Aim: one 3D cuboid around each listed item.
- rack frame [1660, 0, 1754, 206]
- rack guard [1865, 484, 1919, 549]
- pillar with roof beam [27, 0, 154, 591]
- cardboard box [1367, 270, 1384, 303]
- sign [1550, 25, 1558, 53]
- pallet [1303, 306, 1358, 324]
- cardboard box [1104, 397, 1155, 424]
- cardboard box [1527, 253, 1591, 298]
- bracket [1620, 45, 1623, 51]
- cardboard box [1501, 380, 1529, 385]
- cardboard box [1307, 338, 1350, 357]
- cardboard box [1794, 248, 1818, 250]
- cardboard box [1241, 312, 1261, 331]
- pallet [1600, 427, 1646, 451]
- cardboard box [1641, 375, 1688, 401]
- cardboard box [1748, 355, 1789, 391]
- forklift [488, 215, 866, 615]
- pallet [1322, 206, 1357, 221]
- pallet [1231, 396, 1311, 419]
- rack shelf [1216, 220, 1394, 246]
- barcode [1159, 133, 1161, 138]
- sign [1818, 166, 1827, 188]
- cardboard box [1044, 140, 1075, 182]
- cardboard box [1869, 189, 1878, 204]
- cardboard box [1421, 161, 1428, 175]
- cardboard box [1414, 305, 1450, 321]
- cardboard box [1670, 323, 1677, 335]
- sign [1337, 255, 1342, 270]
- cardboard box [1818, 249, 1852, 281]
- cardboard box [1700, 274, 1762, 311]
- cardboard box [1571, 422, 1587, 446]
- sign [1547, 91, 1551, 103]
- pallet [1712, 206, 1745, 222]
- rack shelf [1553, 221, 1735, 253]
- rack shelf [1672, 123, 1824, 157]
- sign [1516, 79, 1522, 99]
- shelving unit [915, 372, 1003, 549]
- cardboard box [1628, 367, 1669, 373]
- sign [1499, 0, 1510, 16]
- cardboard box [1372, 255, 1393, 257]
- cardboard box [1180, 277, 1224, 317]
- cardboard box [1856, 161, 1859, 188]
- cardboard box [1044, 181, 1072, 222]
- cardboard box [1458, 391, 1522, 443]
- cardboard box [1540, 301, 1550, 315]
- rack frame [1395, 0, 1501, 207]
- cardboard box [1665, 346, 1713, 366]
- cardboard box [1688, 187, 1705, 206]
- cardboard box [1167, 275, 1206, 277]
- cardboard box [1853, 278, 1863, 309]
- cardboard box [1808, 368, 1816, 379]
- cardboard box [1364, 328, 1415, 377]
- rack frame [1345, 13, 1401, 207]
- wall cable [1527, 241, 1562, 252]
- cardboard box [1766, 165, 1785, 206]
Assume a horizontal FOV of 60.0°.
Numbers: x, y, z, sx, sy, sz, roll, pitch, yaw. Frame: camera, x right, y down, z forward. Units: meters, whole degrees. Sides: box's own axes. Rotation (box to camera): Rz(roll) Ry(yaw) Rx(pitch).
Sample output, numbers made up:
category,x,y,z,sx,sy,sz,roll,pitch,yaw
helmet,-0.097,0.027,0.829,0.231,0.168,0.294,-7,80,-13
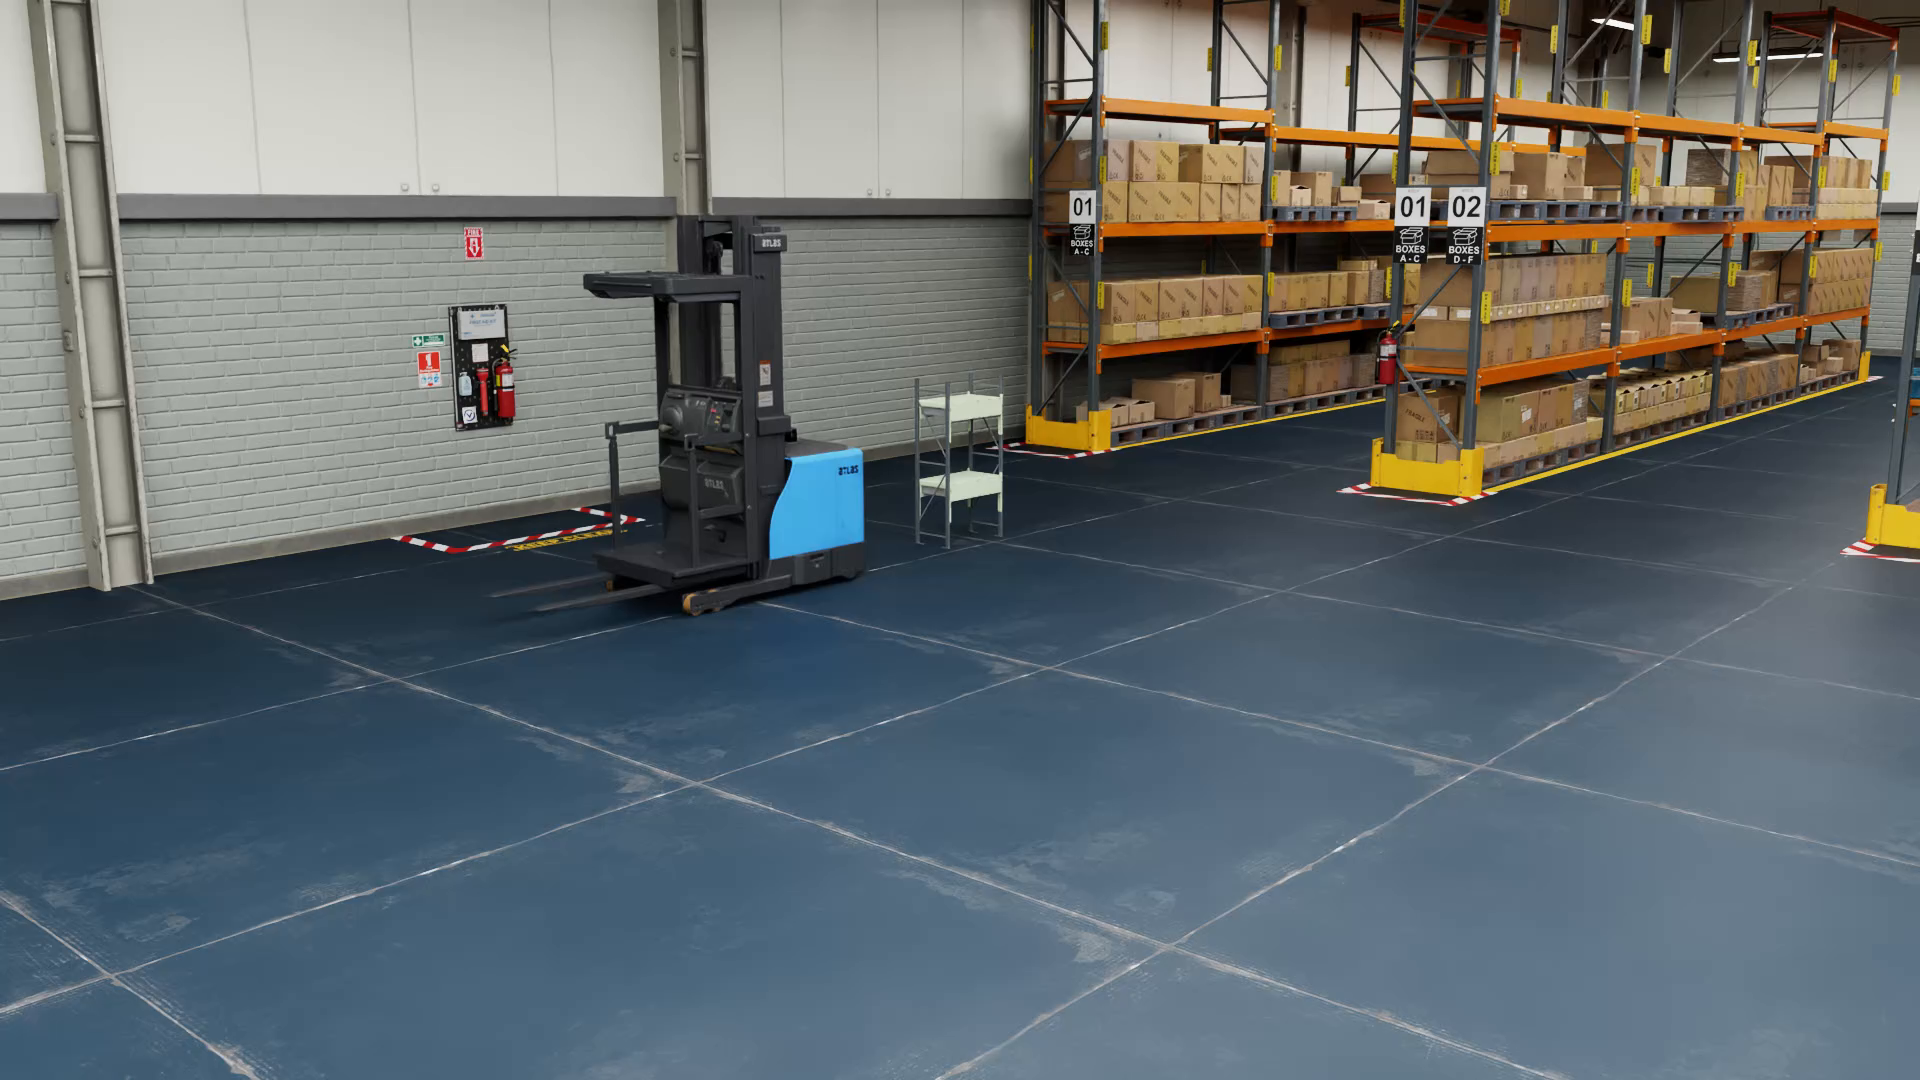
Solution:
category,x,y,z,sx,sy,sz,roll,pitch,yaw
rack frame,10.329,-6.142,23.026,1.000,3.000,0.127,10,15,40
rack guard,8.781,-0.174,14.843,1.175,0.500,0.348,10,15,40
pillar with roof beam,-3.551,-3.498,9.786,9.100,9.000,0.400,10,15,40
cardboard box,6.302,-4.034,26.412,0.700,0.500,0.500,8,14,34
sign,7.273,-6.119,20.323,0.100,0.325,0.005,10,15,40
pallet,5.329,-3.449,25.351,1.003,0.211,1.213,10,15,40
cardboard box,2.225,-1.734,22.016,0.500,0.311,0.500,-11,15,-43
cardboard box,7.067,-3.156,19.826,0.700,0.500,0.500,10,15,40
bracket,13.559,-10.248,34.395,0.235,0.232,0.430,10,15,40
cardboard box,6.487,-1.662,19.946,0.500,0.500,0.500,10,15,40
cardboard box,5.746,-3.009,26.002,0.500,0.250,0.500,10,15,41
cardboard box,14.445,-4.734,28.487,0.500,0.500,0.500,10,15,41
cardboard box,3.880,-3.079,23.338,0.500,0.250,0.500,10,15,40
pallet,8.145,-1.358,21.508,1.003,0.211,1.213,10,15,40
cardboard box,9.494,-2.073,22.484,0.500,0.311,0.500,10,15,40
cardboard box,12.526,-2.597,25.854,0.500,0.500,0.500,10,15,41
forklift,-2.151,-0.985,12.699,1.130,2.935,3.031,11,15,42
pallet,5.135,-4.860,24.747,1.213,0.211,1.003,10,15,40
pallet,4.478,-1.999,24.718,1.003,0.211,1.213,10,15,40
rack shelf,5.285,-4.664,25.121,1.077,0.370,4.000,10,15,40
barcode,2.724,-5.505,22.645,0.001,0.075,0.075,10,15,40
sign,13.388,-5.635,25.820,0.100,0.325,0.005,10,15,40
cardboard box,1.413,-4.780,21.008,0.500,0.500,0.500,11,15,43
cardboard box,15.462,-5.911,28.635,0.500,0.250,0.500,10,15,40
cardboard box,8.213,-6.336,28.364,0.500,0.250,0.500,9,15,39
cardboard box,5.157,-2.471,18.052,0.380,0.149,0.250,9,15,39
cardboard box,9.529,-2.882,22.662,0.250,0.149,0.380,-11,16,-43
sign,6.186,-4.479,27.061,0.100,0.325,0.005,10,15,40
cardboard box,14.512,-4.589,27.757,0.500,0.500,0.500,10,15,42
cardboard box,11.407,-3.672,24.649,0.500,0.500,0.700,-9,14,-37
cardboard box,7.209,-1.300,20.050,0.500,0.250,0.500,10,15,40
sign,11.473,-8.567,32.380,0.100,0.325,0.005,10,15,40
pallet,9.948,-4.467,22.780,1.213,0.211,1.003,11,16,43
rack shelf,9.008,-4.024,21.917,1.077,0.370,4.000,10,15,40
rack shelf,11.649,-5.887,24.609,1.077,0.370,4.000,10,15,40
sign,9.661,-7.799,28.735,0.100,0.325,0.005,10,15,40
shelving unit,-0.004,-0.734,15.098,0.431,1.500,0.755,10,15,40
cardboard box,9.762,-2.294,23.591,0.500,0.311,0.500,10,15,42
sign,5.461,-5.428,16.662,0.100,0.325,0.005,10,15,40
cardboard box,7.054,-4.588,27.584,0.500,0.250,0.500,9,14,39
cardboard box,3.219,-3.299,22.526,0.500,0.500,0.500,9,15,39
cardboard box,14.889,-6.247,28.402,0.700,0.500,0.500,10,15,40
cardboard box,1.410,-4.287,21.090,0.500,0.500,0.500,-11,16,-43
cardboard box,5.898,-1.372,18.496,0.500,0.500,0.500,10,15,40
cardboard box,6.484,-2.646,18.929,0.380,0.149,0.250,10,15,41
rack frame,5.048,-4.965,17.133,1.000,3.000,0.127,10,15,40
cardboard box,10.804,-2.735,24.627,0.500,0.250,0.500,11,15,42
cardboard box,9.739,-4.650,22.525,0.500,0.250,0.500,10,15,42
cardboard box,3.153,-3.438,23.221,0.500,0.500,0.500,10,15,40
cardboard box,15.179,-4.248,28.606,0.500,0.500,0.500,10,15,41
cardboard box,13.972,-2.777,27.607,0.380,0.166,0.250,10,15,40
cardboard box,7.189,-3.083,27.444,0.750,0.750,0.750,10,15,40
rack frame,6.605,-6.782,26.230,1.000,3.000,0.127,10,15,40
wall cable,12.021,-5.826,34.166,0.084,1.984,1.851,10,15,40
cardboard box,12.157,-5.398,25.375,0.600,0.600,0.600,10,15,40
